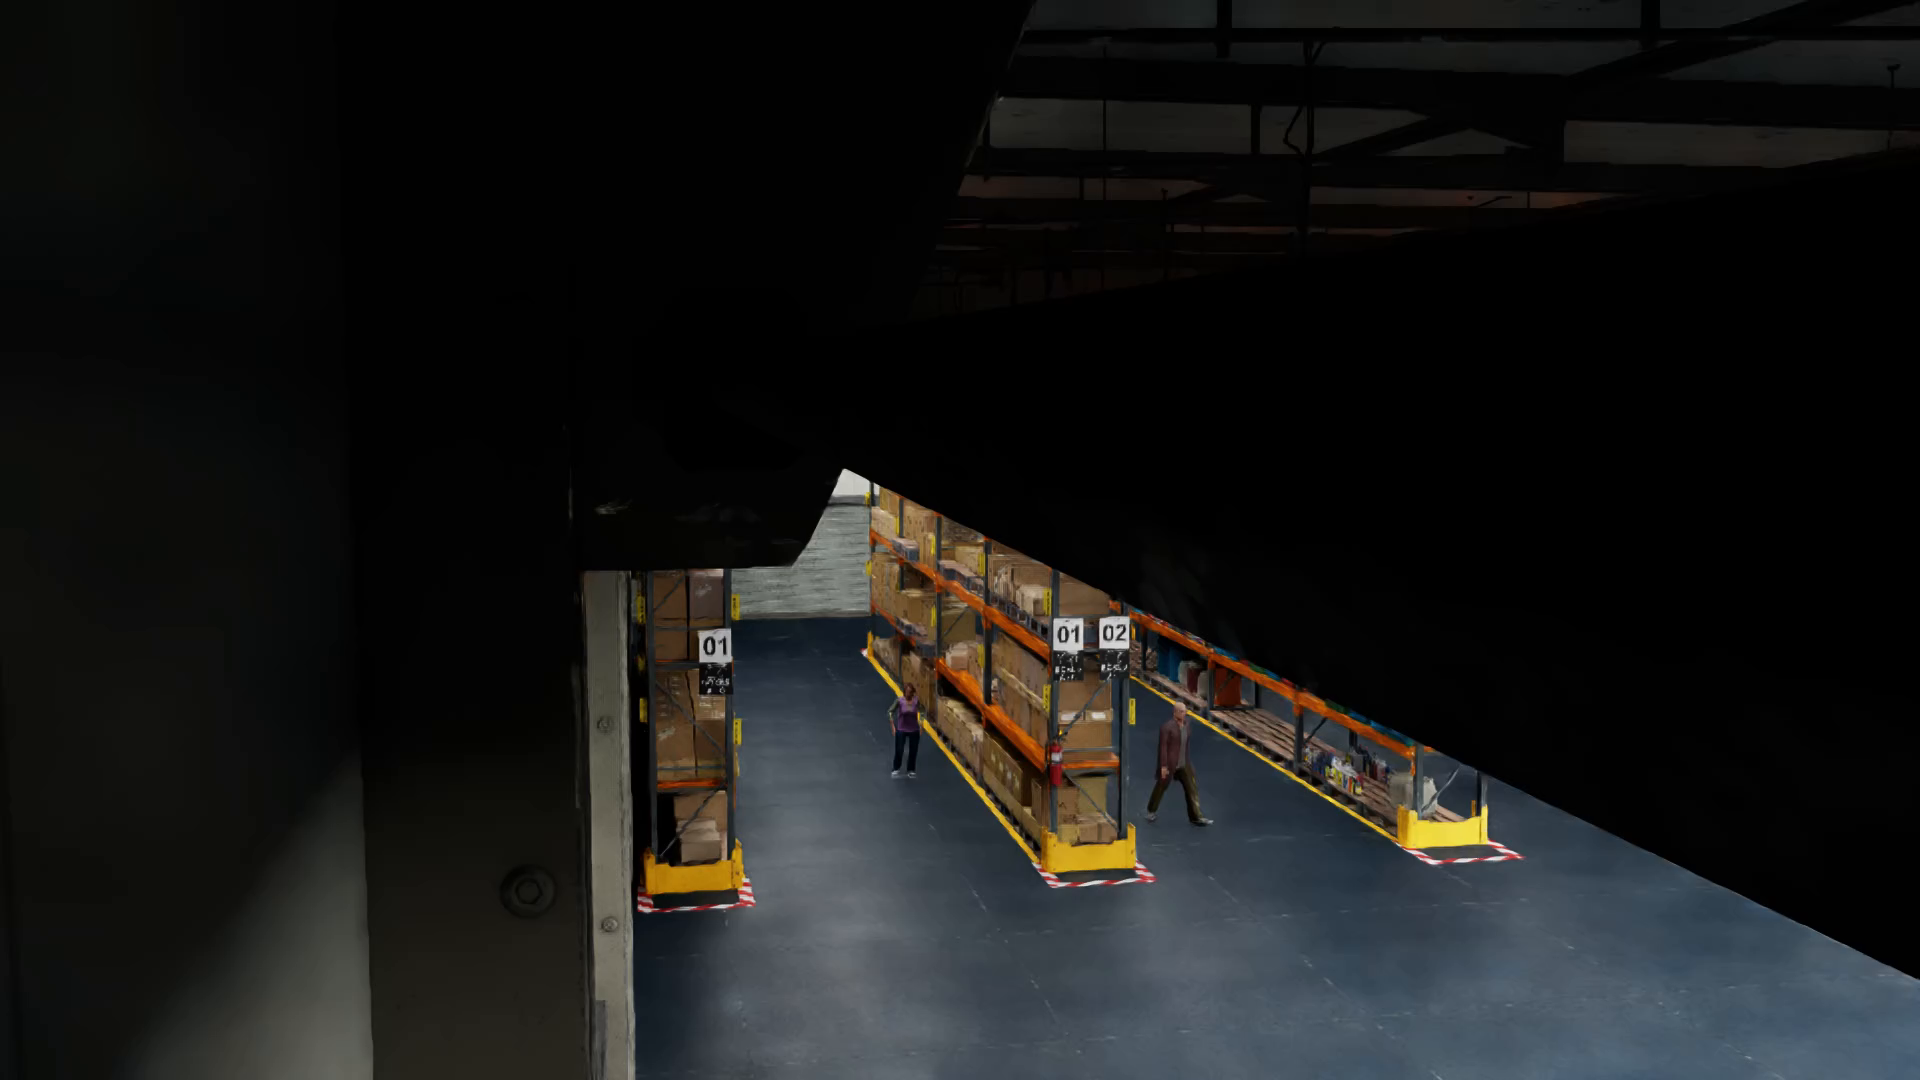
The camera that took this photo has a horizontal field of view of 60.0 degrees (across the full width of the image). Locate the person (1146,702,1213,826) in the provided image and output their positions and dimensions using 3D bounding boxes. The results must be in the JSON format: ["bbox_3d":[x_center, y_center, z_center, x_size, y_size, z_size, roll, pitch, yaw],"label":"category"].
[{"bbox_3d":[2.989,3.079,22.952,0.598,1.736,1.032,-4,7,-34],"label":"person"}]

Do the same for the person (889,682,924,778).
[{"bbox_3d":[-0.822,2.911,25.510,0.537,1.541,0.499,-1,6,-14],"label":"person"}]
